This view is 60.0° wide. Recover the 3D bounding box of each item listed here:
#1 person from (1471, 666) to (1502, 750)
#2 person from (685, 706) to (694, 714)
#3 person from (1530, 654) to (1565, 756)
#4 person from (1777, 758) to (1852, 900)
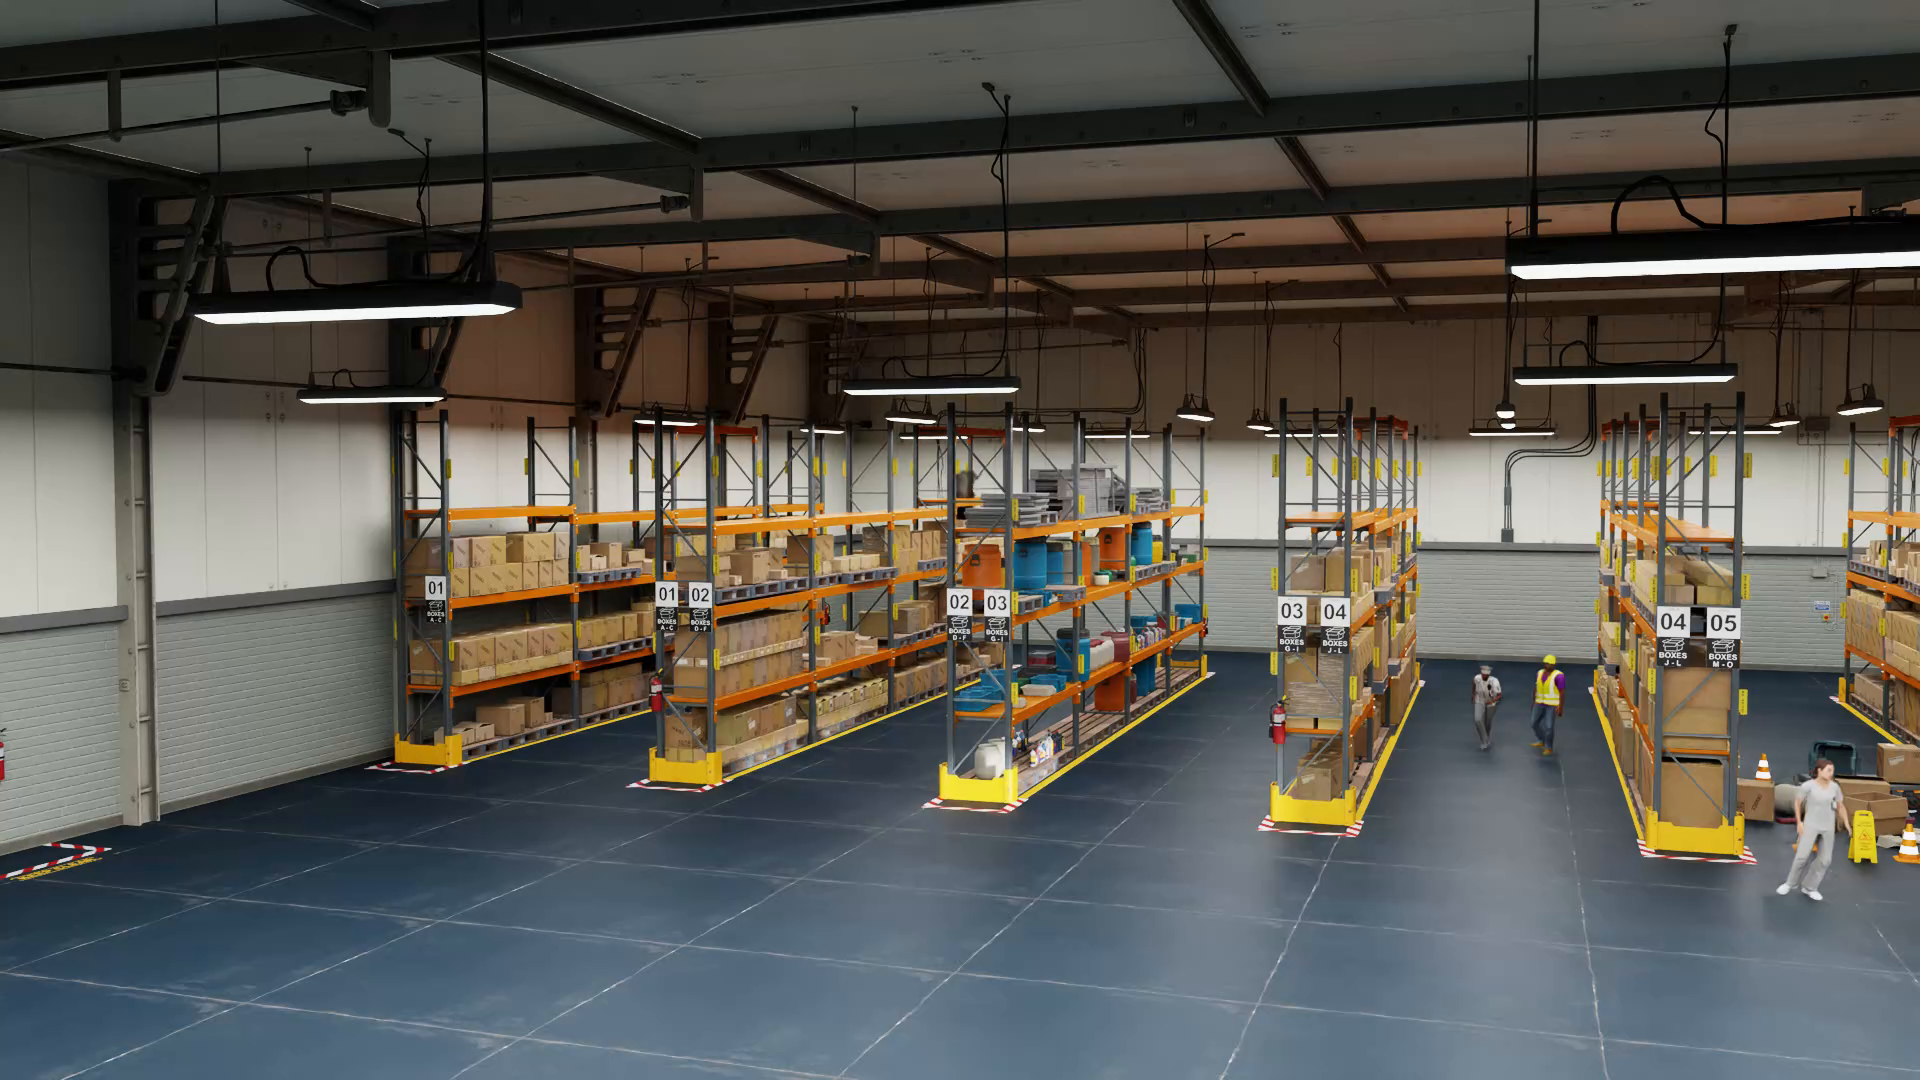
[{"bbox_3d":[9.452,2.963,29.837,0.586,1.497,1.009,1,3,25],"label":"person"},{"bbox_3d":[-5.447,2.810,33.117,0.489,1.559,0.808,-1,3,-16],"label":"person"},{"bbox_3d":[10.291,2.883,29.111,0.465,1.789,0.660,-2,3,-40],"label":"person"},{"bbox_3d":[9.898,3.362,19.284,0.707,1.659,0.580,0,2,-1],"label":"person"}]
